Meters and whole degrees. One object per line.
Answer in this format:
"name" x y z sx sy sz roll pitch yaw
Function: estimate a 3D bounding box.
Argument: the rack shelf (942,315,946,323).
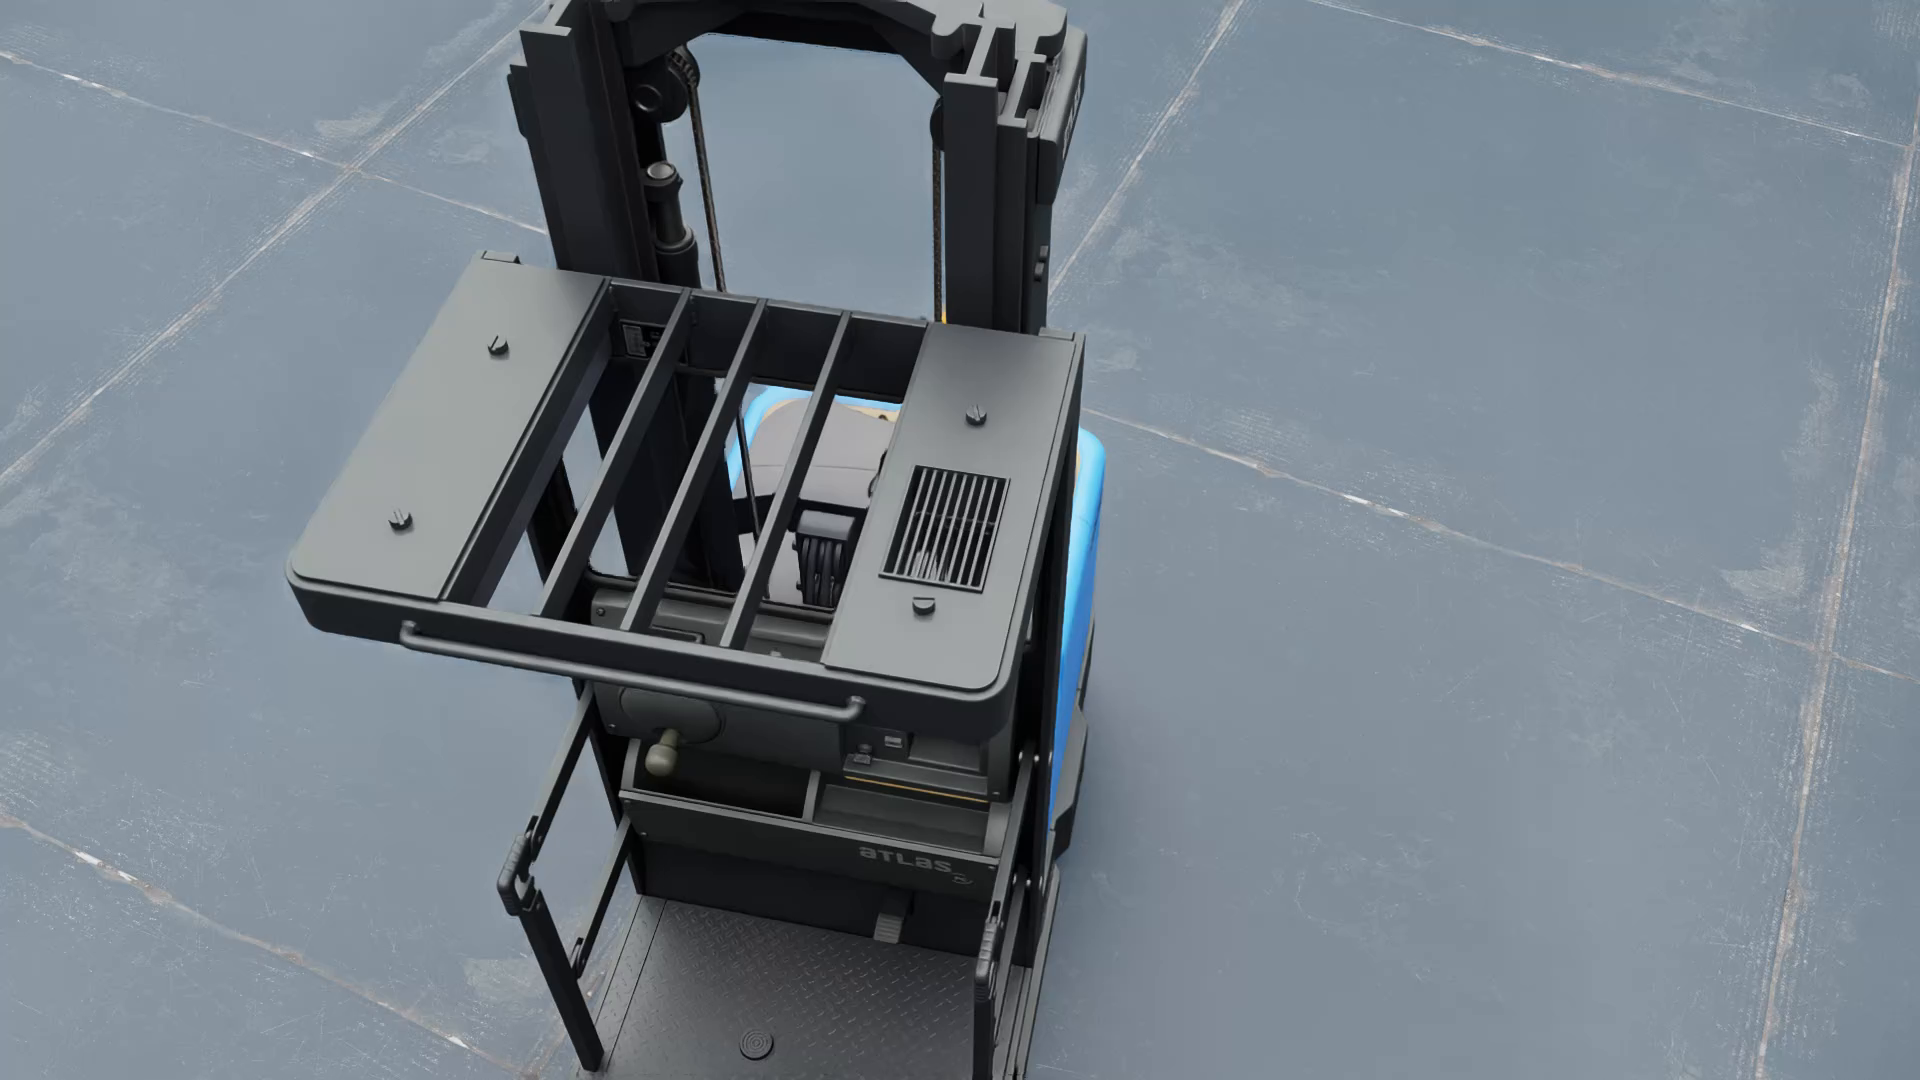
"rack shelf" 0.023 -0.554 5.173 0.215 0.259 0.240 20 52 16

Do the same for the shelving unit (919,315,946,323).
"shelving unit" 0.023 -0.377 5.382 0.215 1.050 0.252 20 52 16

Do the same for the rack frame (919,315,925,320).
"rack frame" -0.029 -0.293 5.310 0.200 1.050 0.008 20 52 16

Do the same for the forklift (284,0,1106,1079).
"forklift" -0.381 0.466 3.429 1.130 2.935 3.031 9 50 7
